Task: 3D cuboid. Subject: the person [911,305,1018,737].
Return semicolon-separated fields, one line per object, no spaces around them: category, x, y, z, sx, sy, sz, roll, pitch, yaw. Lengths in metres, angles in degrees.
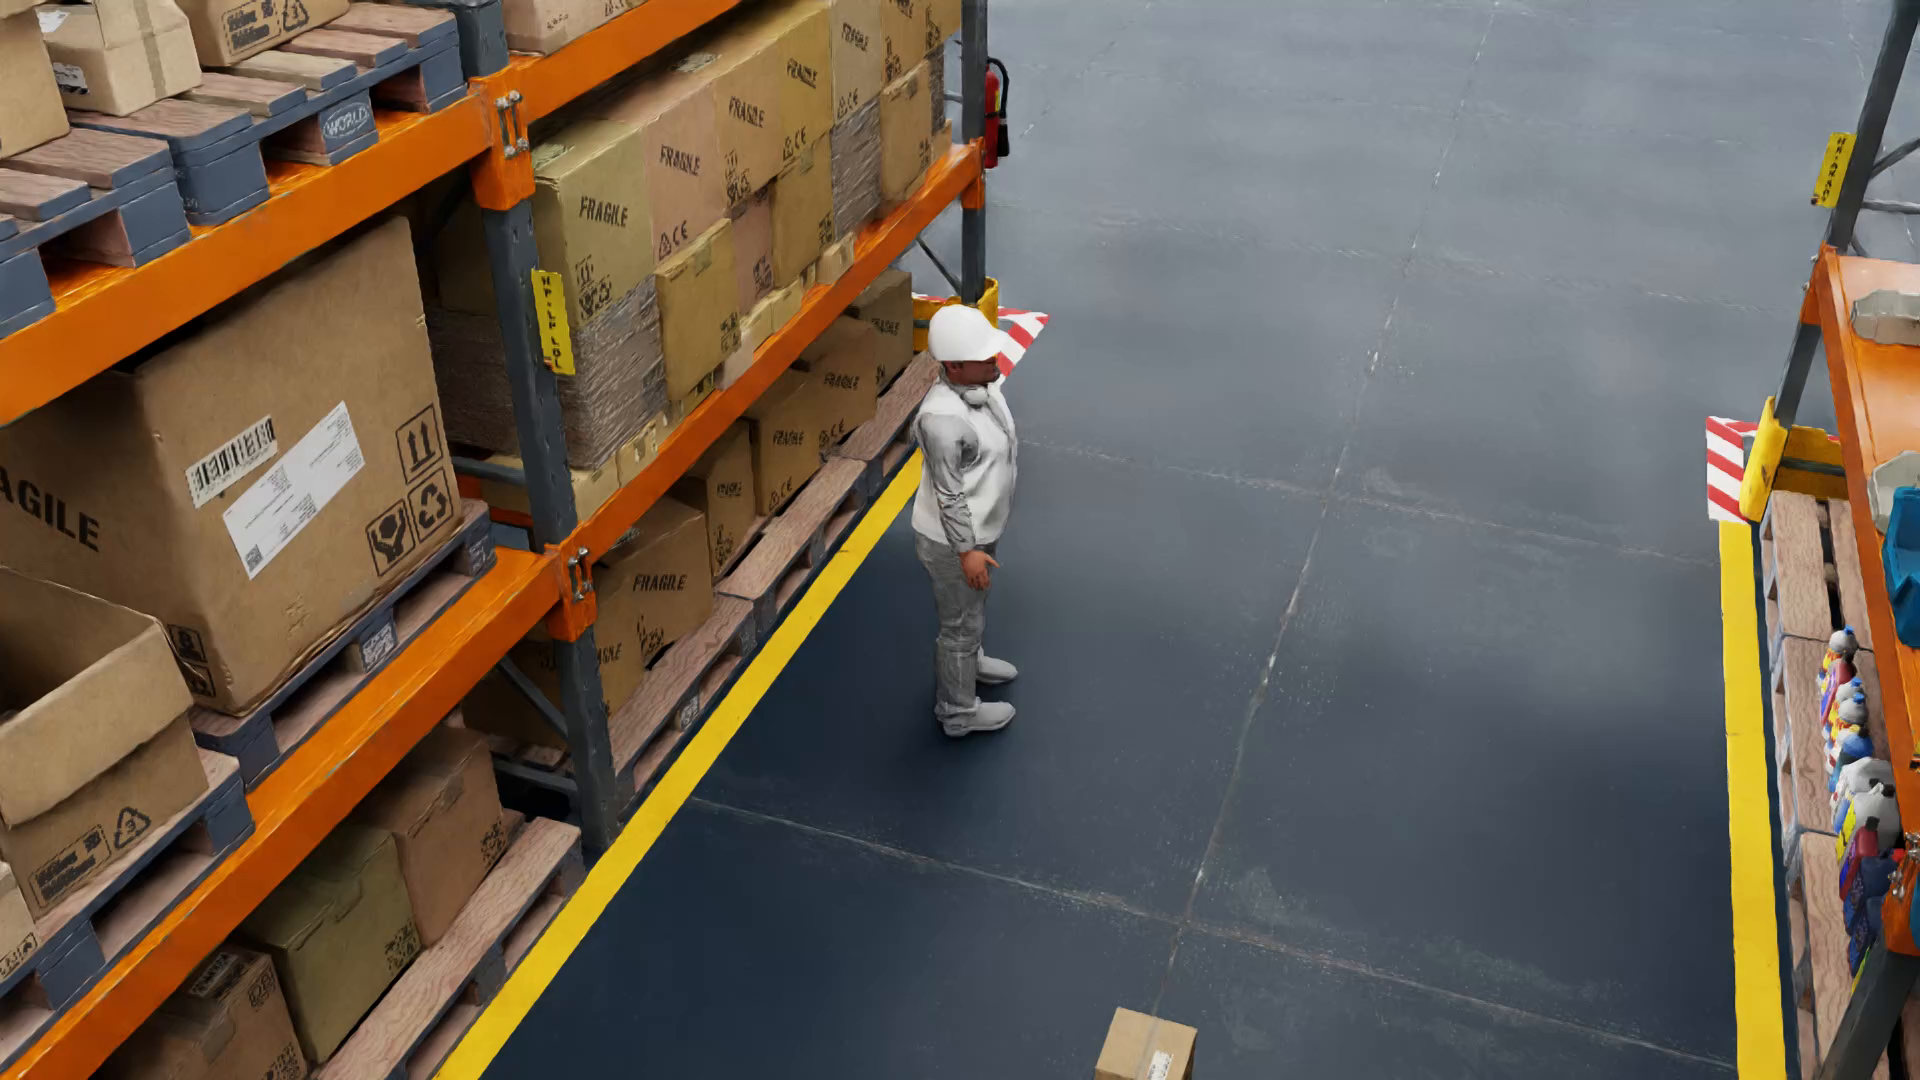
person;0.036;-0.077;6.208;0.395;1.773;0.548;7;34;11
